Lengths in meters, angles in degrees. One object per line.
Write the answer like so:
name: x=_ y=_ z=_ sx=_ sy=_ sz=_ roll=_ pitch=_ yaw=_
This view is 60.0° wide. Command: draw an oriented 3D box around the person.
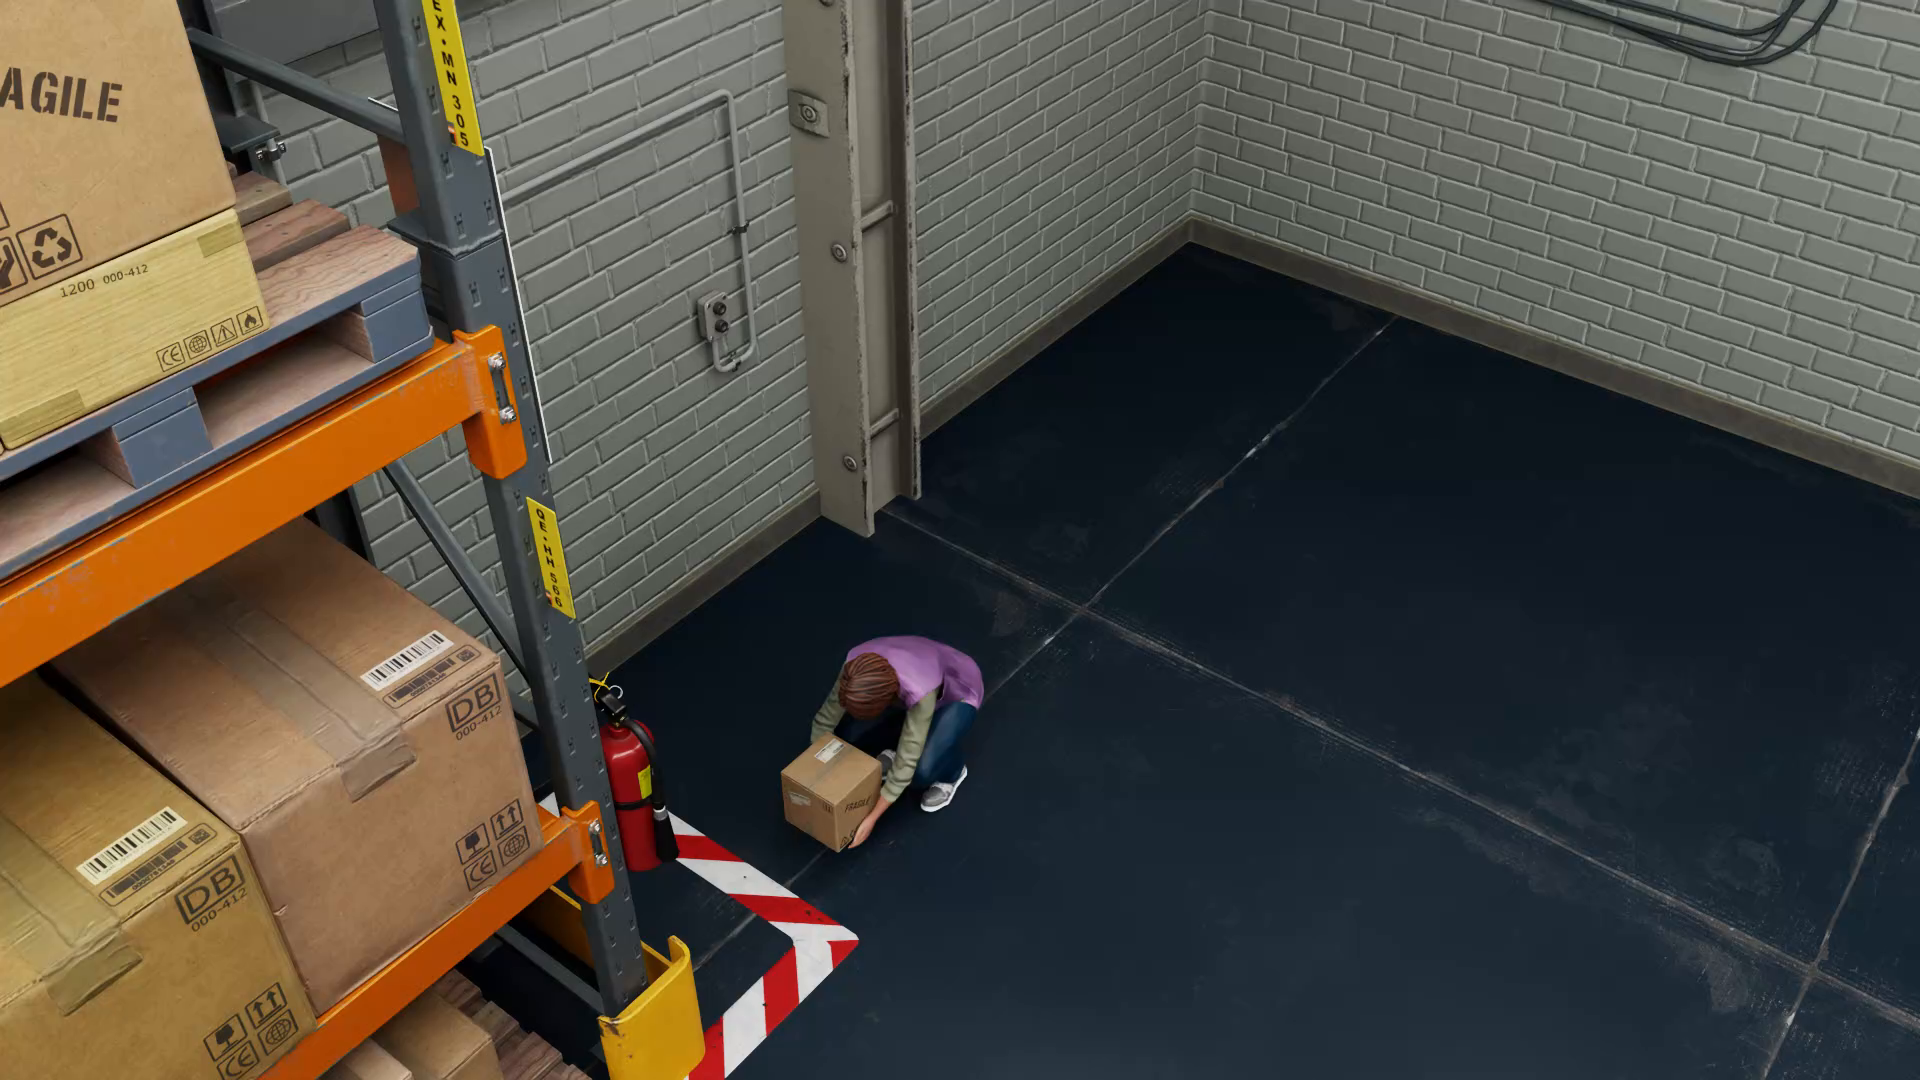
person: x=-0.227 y=0.632 z=5.968 sx=0.450 sy=0.875 sz=0.814 roll=26 pitch=46 yaw=28
